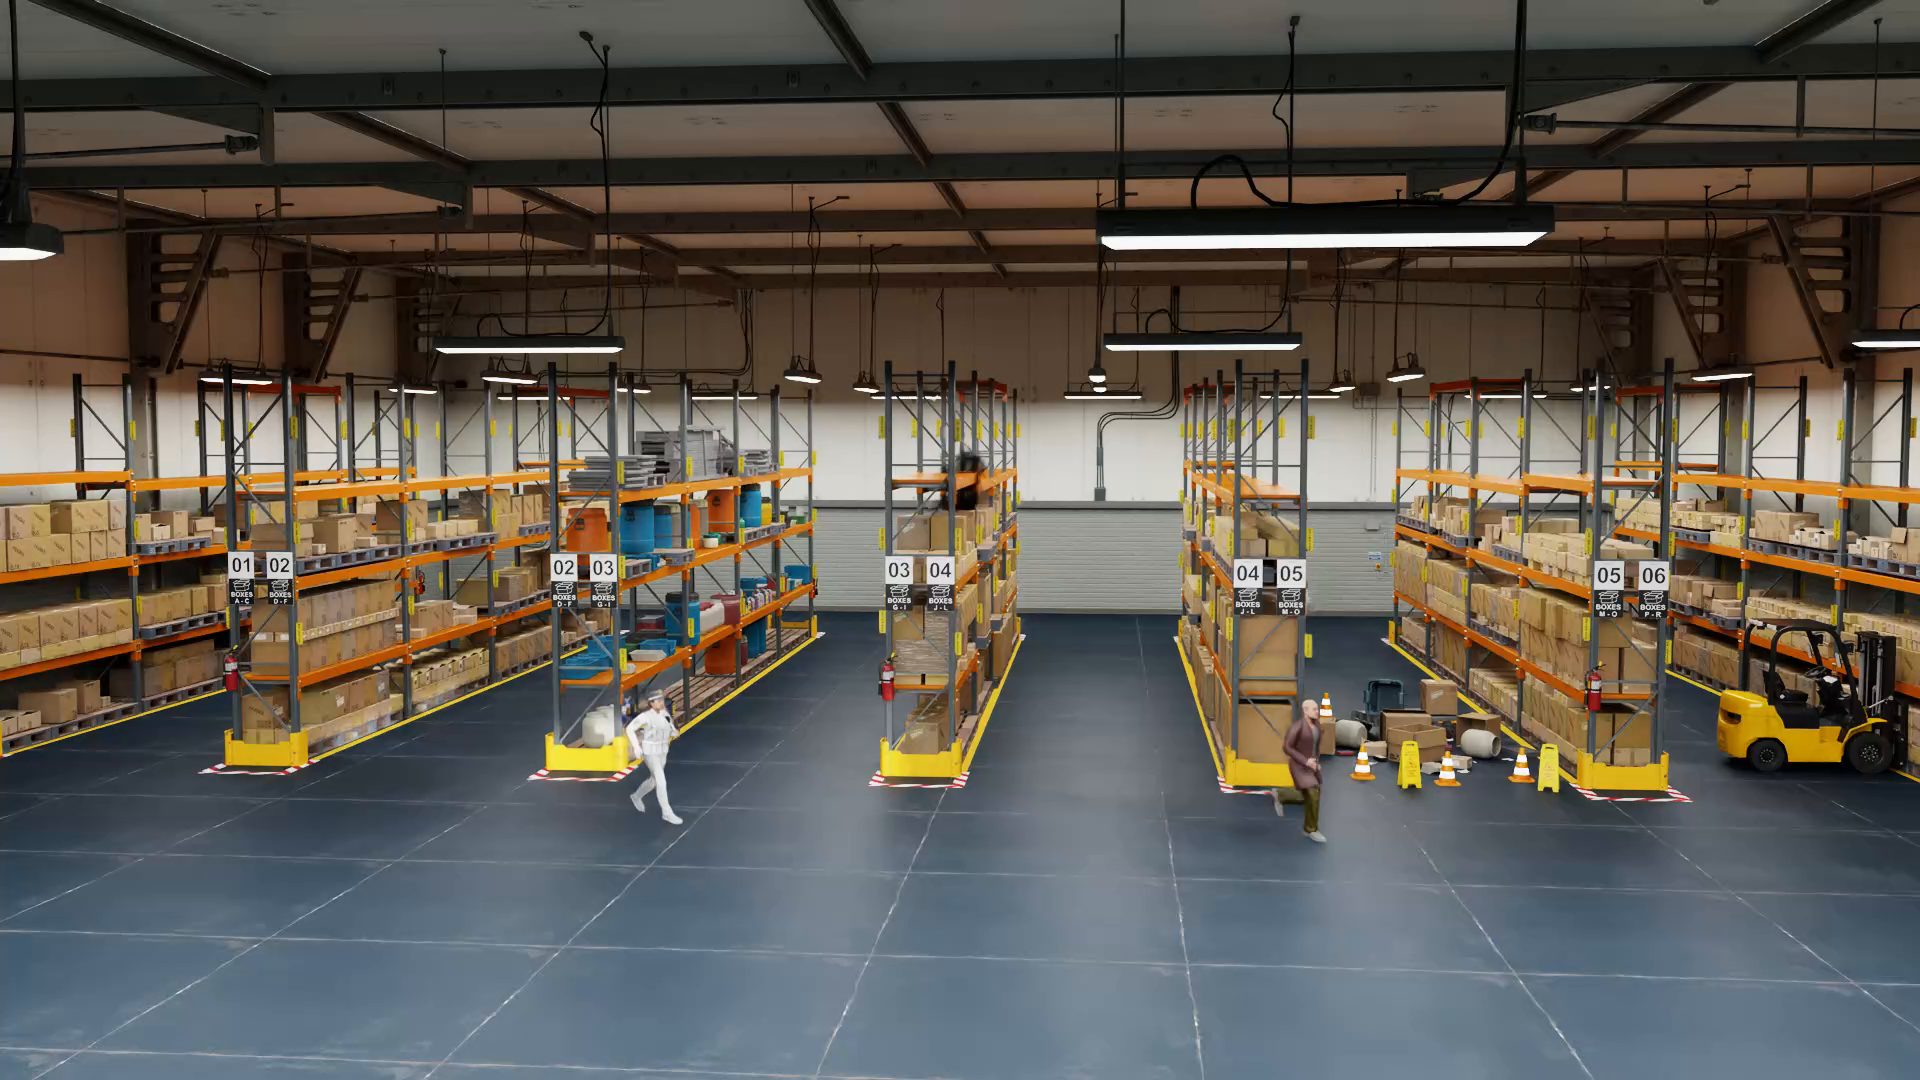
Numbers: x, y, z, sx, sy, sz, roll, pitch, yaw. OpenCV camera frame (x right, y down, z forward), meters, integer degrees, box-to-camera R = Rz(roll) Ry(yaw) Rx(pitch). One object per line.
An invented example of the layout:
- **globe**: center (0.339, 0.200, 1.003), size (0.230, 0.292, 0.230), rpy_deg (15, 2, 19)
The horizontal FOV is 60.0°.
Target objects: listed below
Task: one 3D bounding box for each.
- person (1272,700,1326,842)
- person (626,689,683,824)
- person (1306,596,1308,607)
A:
- **person**: center (4.170, 2.814, 20.475), size (0.779, 1.747, 0.737), rpy_deg (4, 5, 43)
- **person**: center (-3.891, 2.733, 21.233), size (0.907, 1.684, 0.608), rpy_deg (3, 5, 34)
- **person**: center (7.546, 1.717, 37.453), size (0.575, 1.627, 0.599), rpy_deg (0, 4, -3)
